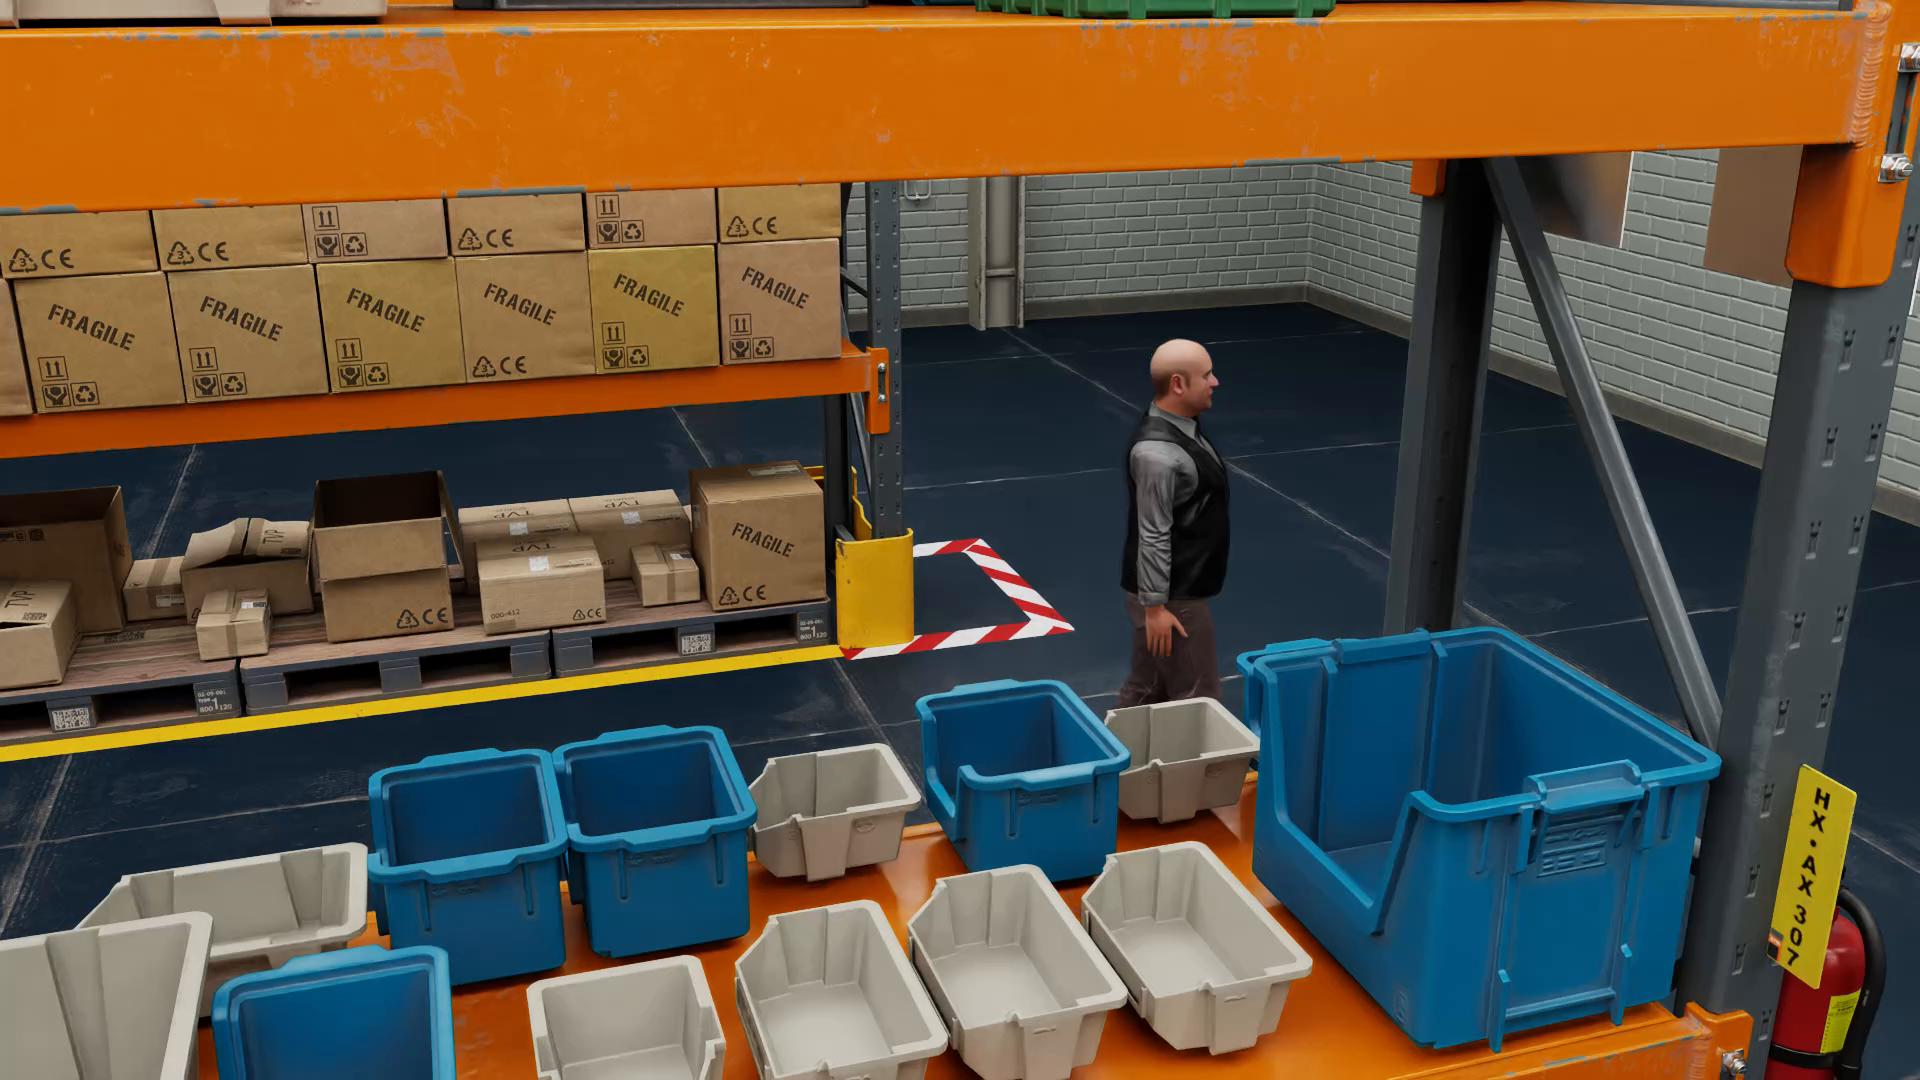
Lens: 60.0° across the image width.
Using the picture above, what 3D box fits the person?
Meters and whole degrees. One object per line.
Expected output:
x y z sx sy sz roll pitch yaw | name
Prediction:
0.797 0.175 5.591 0.670 1.716 0.538 4 19 10 | person
